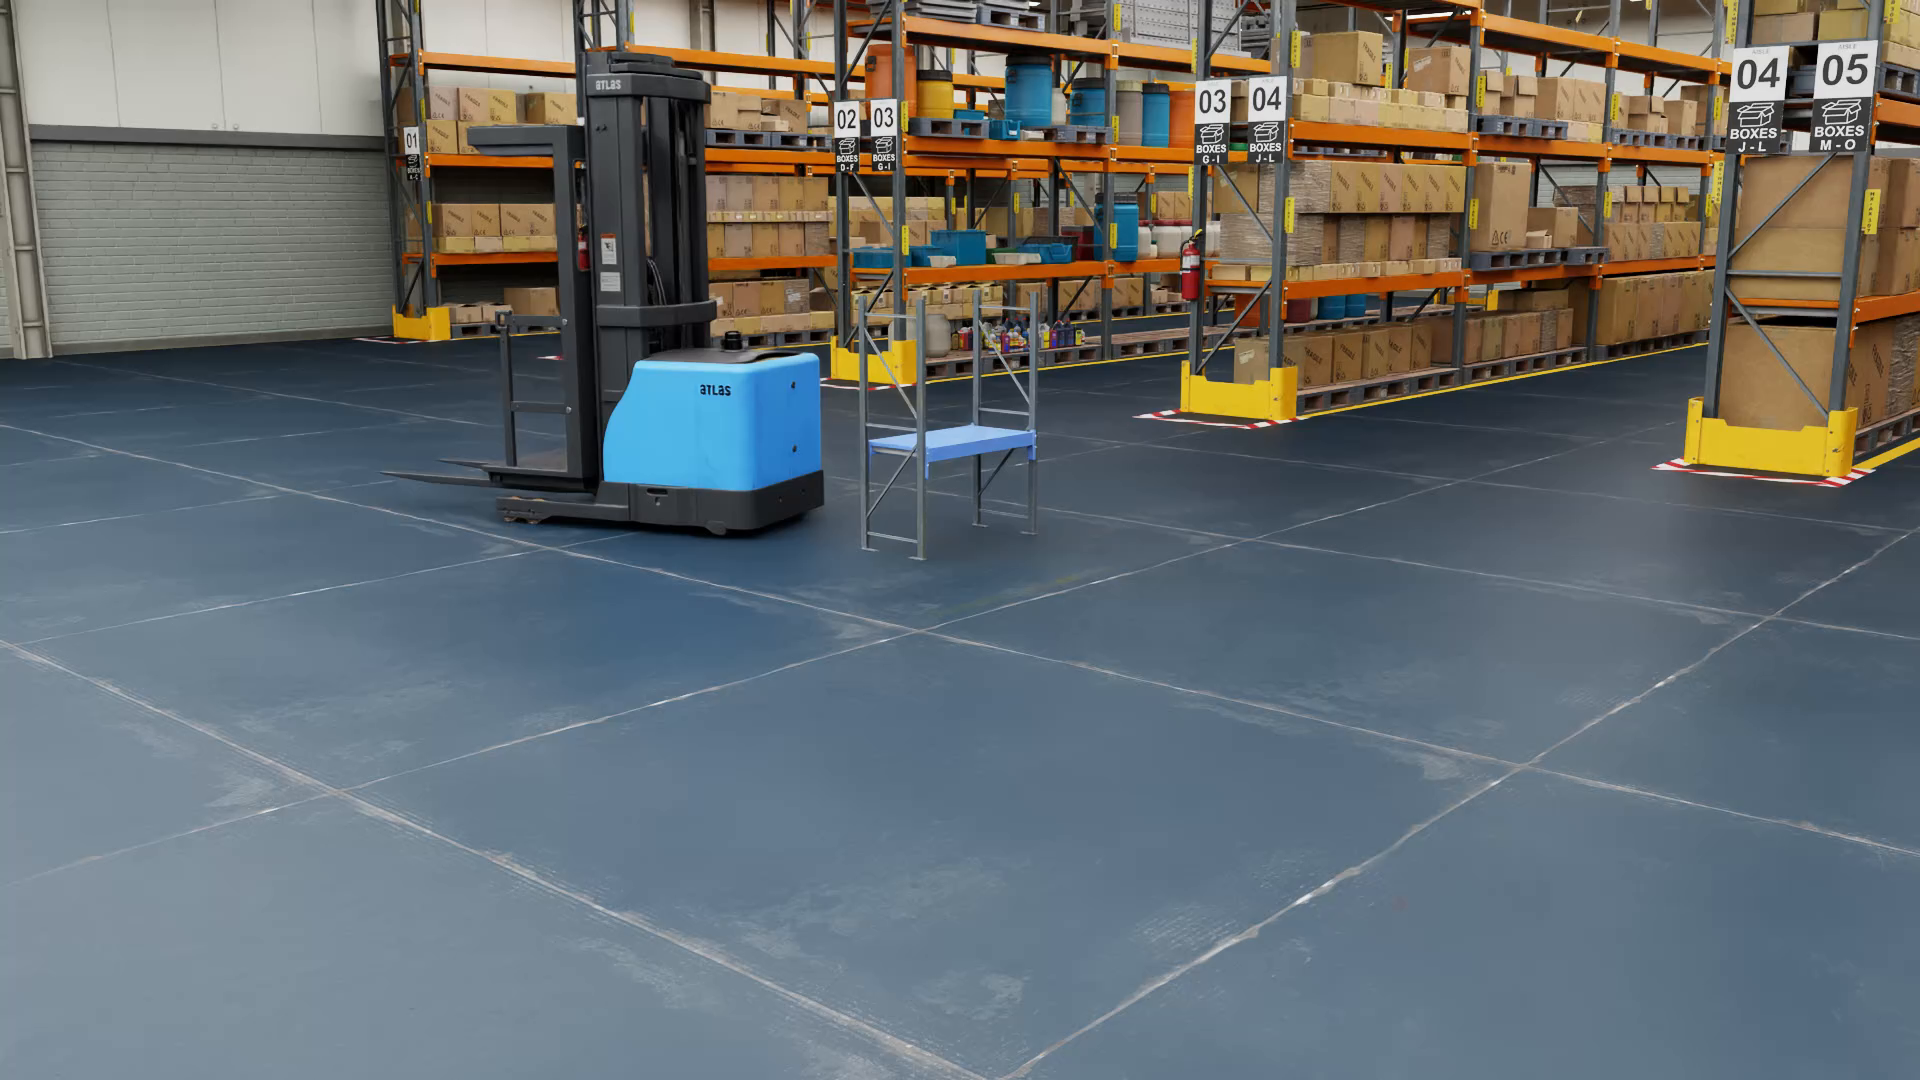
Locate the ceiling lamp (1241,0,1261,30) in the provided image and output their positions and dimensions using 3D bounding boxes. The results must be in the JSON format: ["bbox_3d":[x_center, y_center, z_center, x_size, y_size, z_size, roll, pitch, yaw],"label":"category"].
[{"bbox_3d":[5.757,-12.850,36.670,2.000,3.185,0.800,10,15,40],"label":"ceiling lamp"}]

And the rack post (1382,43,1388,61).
[{"bbox_3d":[6.309,-7.893,26.946,0.937,0.300,0.954,9,15,39],"label":"rack post"}]

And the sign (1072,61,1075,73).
[{"bbox_3d":[2.486,-10.344,36.438,0.100,0.325,0.005,10,15,40],"label":"sign"}]

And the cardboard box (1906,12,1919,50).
[{"bbox_3d":[7.193,-3.957,13.001,0.500,0.250,0.500,10,15,40],"label":"cardboard box"}]

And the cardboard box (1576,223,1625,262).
[{"bbox_3d":[8.494,-3.964,22.146,0.500,0.500,0.500,10,15,42],"label":"cardboard box"}]

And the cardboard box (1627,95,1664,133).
[{"bbox_3d":[9.302,-5.910,23.148,0.797,0.503,0.637,10,15,40],"label":"cardboard box"}]

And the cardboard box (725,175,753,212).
[{"bbox_3d":[-3.392,-4.970,23.866,0.700,0.500,0.500,10,15,40],"label":"cardboard box"}]

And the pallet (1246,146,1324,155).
[{"bbox_3d":[4.827,-5.998,25.405,1.003,0.211,1.213,10,15,40],"label":"pallet"}]

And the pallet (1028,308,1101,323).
[{"bbox_3d":[1.857,-4.077,30.083,1.003,0.211,1.213,10,15,40],"label":"pallet"}]

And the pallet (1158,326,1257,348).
[{"bbox_3d":[3.708,-3.043,24.908,1.003,0.211,1.213,10,15,40],"label":"pallet"}]

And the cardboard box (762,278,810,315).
[{"bbox_3d":[-2.591,-3.629,24.754,0.500,0.500,0.500,10,15,40],"label":"cardboard box"}]

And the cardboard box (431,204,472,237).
[{"bbox_3d":[-7.933,-4.959,25.797,0.500,0.500,0.500,10,15,40],"label":"cardboard box"}]

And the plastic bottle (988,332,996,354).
[{"bbox_3d":[0.399,-2.447,20.645,0.097,0.271,0.097,0,11,0],"label":"plastic bottle"}]

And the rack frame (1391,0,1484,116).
[{"bbox_3d":[5.329,-6.232,18.440,1.000,3.000,0.127,10,15,40],"label":"rack frame"}]

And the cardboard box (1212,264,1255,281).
[{"bbox_3d":[2.721,-2.648,16.449,0.380,0.149,0.250,10,15,40],"label":"cardboard box"}]

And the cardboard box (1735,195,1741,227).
[{"bbox_3d":[11.789,-5.094,25.764,0.500,0.500,0.500,9,15,39],"label":"cardboard box"}]

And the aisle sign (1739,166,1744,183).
[{"bbox_3d":[13.072,-6.380,27.860,0.394,0.787,0.004,10,15,40],"label":"aisle sign"}]

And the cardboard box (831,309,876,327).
[{"bbox_3d":[-1.658,-3.457,25.808,0.500,0.250,0.500,9,15,39],"label":"cardboard box"}]

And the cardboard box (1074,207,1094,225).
[{"bbox_3d":[2.051,-5.736,29.944,0.700,0.500,0.500,6,13,26],"label":"cardboard box"}]

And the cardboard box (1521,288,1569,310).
[{"bbox_3d":[7.549,-3.134,21.590,0.500,0.250,0.500,11,15,43],"label":"cardboard box"}]

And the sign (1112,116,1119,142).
[{"bbox_3d":[2.014,-5.334,21.575,0.100,0.325,0.005,10,15,40],"label":"sign"}]

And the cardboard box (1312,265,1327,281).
[{"bbox_3d":[3.411,-2.659,16.508,0.380,0.149,0.250,10,15,40],"label":"cardboard box"}]

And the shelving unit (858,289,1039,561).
[{"bbox_3d":[-0.056,-0.723,10.001,0.538,1.500,1.048,10,15,40],"label":"shelving unit"}]

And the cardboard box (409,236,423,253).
[{"bbox_3d":[-8.311,-4.653,26.183,0.500,0.250,0.500,10,15,41],"label":"cardboard box"}]

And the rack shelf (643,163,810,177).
[{"bbox_3d":[-4.513,-6.624,29.897,1.077,0.370,4.000,10,15,40],"label":"rack shelf"}]

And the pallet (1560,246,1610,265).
[{"bbox_3d":[7.579,-3.666,21.399,1.213,0.211,1.003,10,15,40],"label":"pallet"}]

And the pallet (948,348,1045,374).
[{"bbox_3d":[0.328,-2.290,21.137,1.003,0.211,1.213,10,15,40],"label":"pallet"}]

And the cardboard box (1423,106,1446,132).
[{"bbox_3d":[4.871,-4.512,17.866,0.500,0.250,0.500,10,15,42],"label":"cardboard box"}]

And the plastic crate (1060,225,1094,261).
[{"bbox_3d":[1.698,-4.073,22.782,0.402,0.464,0.583,10,15,40],"label":"plastic crate"}]

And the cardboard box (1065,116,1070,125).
[{"bbox_3d":[1.904,-7.263,29.674,0.600,0.600,0.600,9,14,38],"label":"cardboard box"}]

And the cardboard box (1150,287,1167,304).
[{"bbox_3d":[3.610,-4.680,31.726,0.500,0.311,0.500,10,15,40],"label":"cardboard box"}]

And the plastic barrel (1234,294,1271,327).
[{"bbox_3d":[4.559,-3.735,25.723,0.600,0.830,0.708,10,15,40],"label":"plastic barrel"}]

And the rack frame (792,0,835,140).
[{"bbox_3d":[-2.110,-7.514,24.856,1.000,3.000,0.127,10,15,40],"label":"rack frame"}]

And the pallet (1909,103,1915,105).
[{"bbox_3d":[8.440,-3.943,14.862,1.003,0.211,1.213,10,15,40],"label":"pallet"}]

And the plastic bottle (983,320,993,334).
[{"bbox_3d":[0.358,-2.692,21.672,0.144,0.351,0.185,10,15,40],"label":"plastic bottle"}]

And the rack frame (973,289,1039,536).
[{"bbox_3d":[0.279,-0.798,10.376,0.500,1.500,0.032,10,15,40],"label":"rack frame"}]

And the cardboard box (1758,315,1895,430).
[{"bbox_3d":[7.325,-1.448,14.155,0.875,0.875,0.875,9,15,39],"label":"cardboard box"}]

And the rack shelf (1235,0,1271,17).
[{"bbox_3d":[4.491,-10.262,31.967,1.077,0.370,4.000,10,15,40],"label":"rack shelf"}]

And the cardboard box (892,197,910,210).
[{"bbox_3d":[-1.350,-6.710,33.170,0.500,0.250,0.500,10,15,41],"label":"cardboard box"}]

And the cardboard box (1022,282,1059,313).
[{"bbox_3d":[1.387,-4.258,29.131,0.500,0.500,0.500,9,14,38],"label":"cardboard box"}]

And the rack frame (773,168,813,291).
[{"bbox_3d":[-3.193,-5.800,31.594,1.000,3.000,0.127,10,15,40],"label":"rack frame"}]

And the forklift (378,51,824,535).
[{"bbox_3d":[-2.466,-1.630,10.891,3.031,2.935,1.130,5,12,22],"label":"forklift"}]

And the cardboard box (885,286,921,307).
[{"bbox_3d":[-0.975,-3.882,26.507,0.500,0.311,0.500,9,14,38],"label":"cardboard box"}]

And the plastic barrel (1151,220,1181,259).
[{"bbox_3d":[2.889,-4.218,23.324,0.433,0.535,0.433,0,11,0],"label":"plastic barrel"}]

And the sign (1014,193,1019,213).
[{"bbox_3d":[0.949,-5.657,27.919,0.100,0.325,0.005,10,15,40],"label":"sign"}]

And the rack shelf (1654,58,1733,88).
[{"bbox_3d":[11.930,-7.155,25.916,1.077,0.370,4.000,10,15,40],"label":"rack shelf"}]

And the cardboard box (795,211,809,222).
[{"bbox_3d":[-2.464,-4.796,24.655,0.380,0.149,0.250,9,15,39],"label":"cardboard box"}]

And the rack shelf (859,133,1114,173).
[{"bbox_3d":[0.288,-4.755,20.537,1.077,0.370,4.000,10,15,40],"label":"rack shelf"}]

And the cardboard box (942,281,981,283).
[{"bbox_3d":[0.018,-5.466,35.228,0.700,0.500,0.500,10,15,41],"label":"cardboard box"}]

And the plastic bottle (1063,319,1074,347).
[{"bbox_3d":[1.400,-2.716,21.789,0.144,0.351,0.185,9,15,39],"label":"plastic bottle"}]

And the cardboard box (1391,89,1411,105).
[{"bbox_3d":[4.465,-4.604,17.309,0.380,0.149,0.250,11,16,43],"label":"cardboard box"}]

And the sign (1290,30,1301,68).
[{"bbox_3d":[3.096,-4.532,15.351,0.100,0.325,0.005,10,15,40],"label":"sign"}]

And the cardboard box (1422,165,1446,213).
[{"bbox_3d":[4.909,-3.800,18.012,0.500,0.500,0.500,10,15,40],"label":"cardboard box"}]
